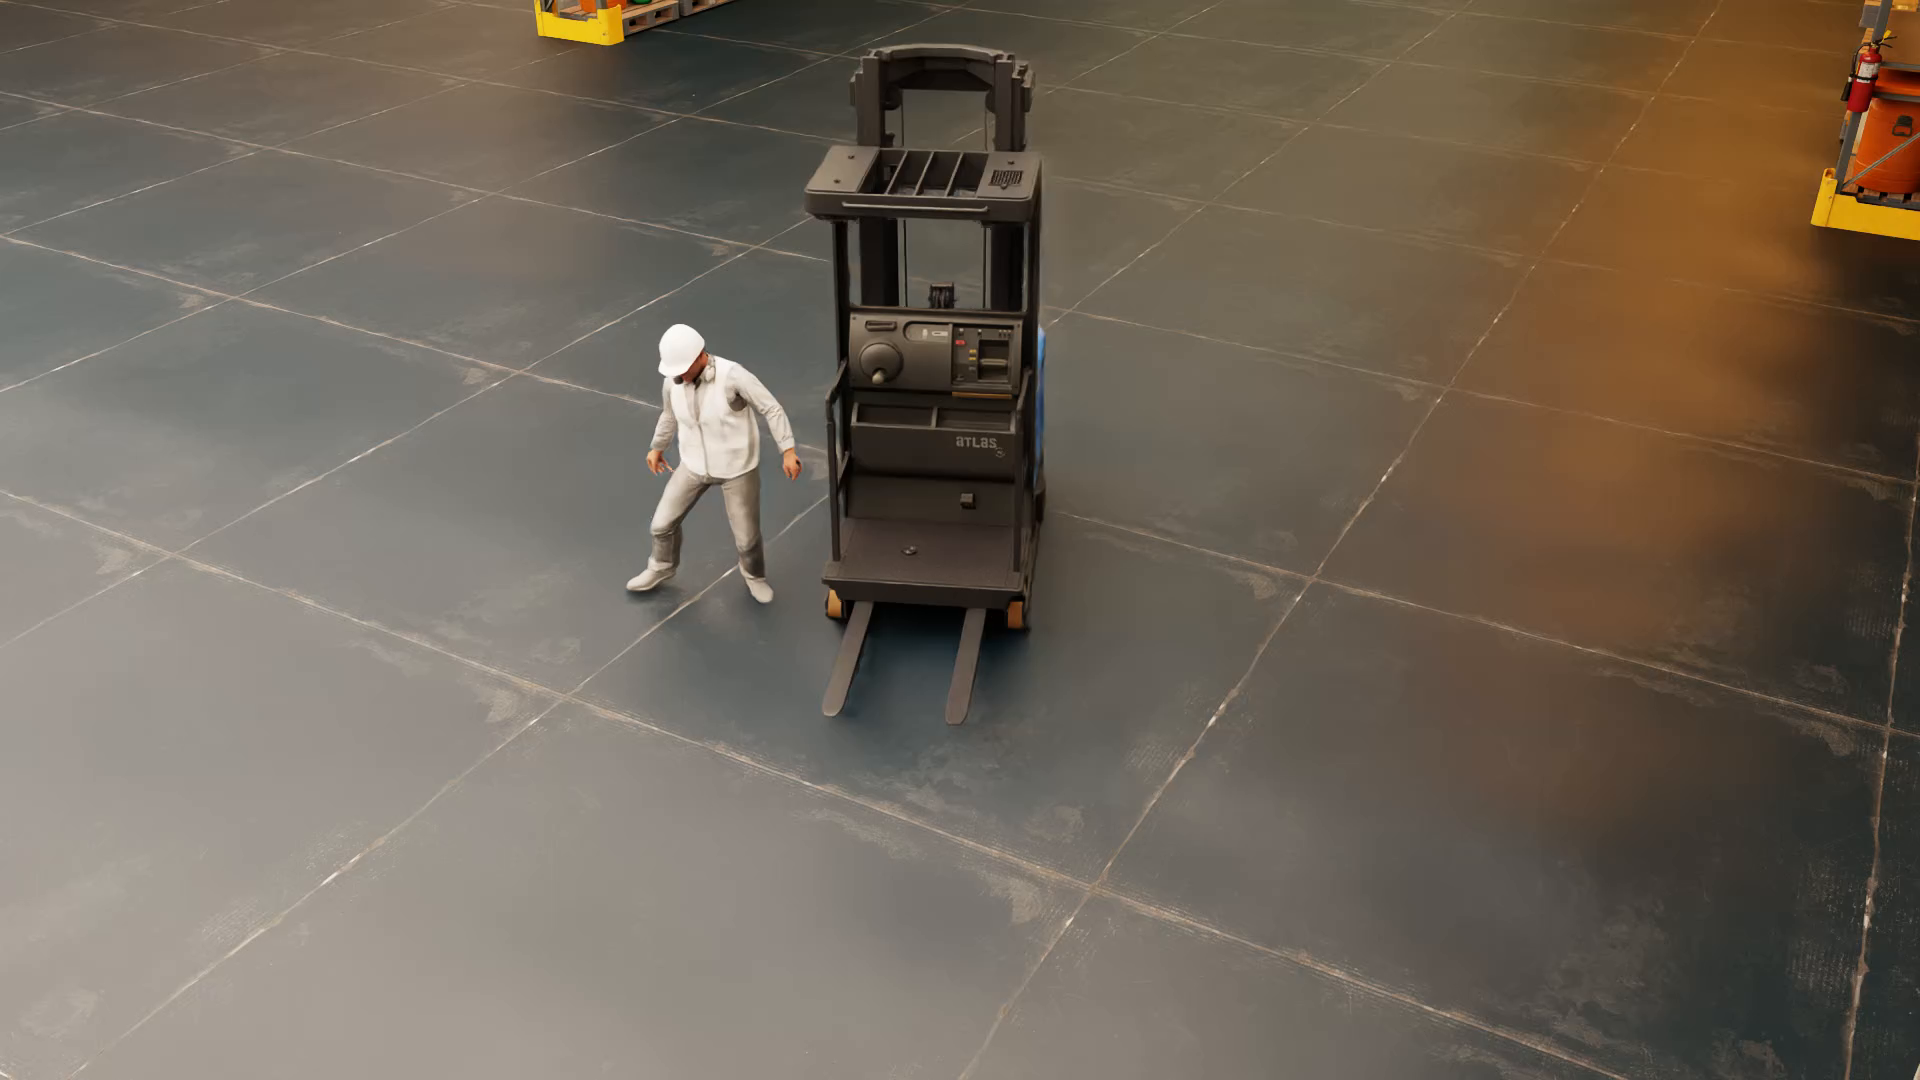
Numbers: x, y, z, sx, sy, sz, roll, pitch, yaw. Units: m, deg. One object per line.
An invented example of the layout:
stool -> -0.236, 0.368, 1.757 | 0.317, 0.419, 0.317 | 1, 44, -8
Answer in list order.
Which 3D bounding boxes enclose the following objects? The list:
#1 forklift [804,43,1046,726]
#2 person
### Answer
forklift -> -0.154, -0.957, 8.729 | 1.130, 2.935, 3.031 | 3, 30, 6
person -> -1.359, -0.398, 9.017 | 1.072, 1.711, 0.502 | 8, 31, 13
